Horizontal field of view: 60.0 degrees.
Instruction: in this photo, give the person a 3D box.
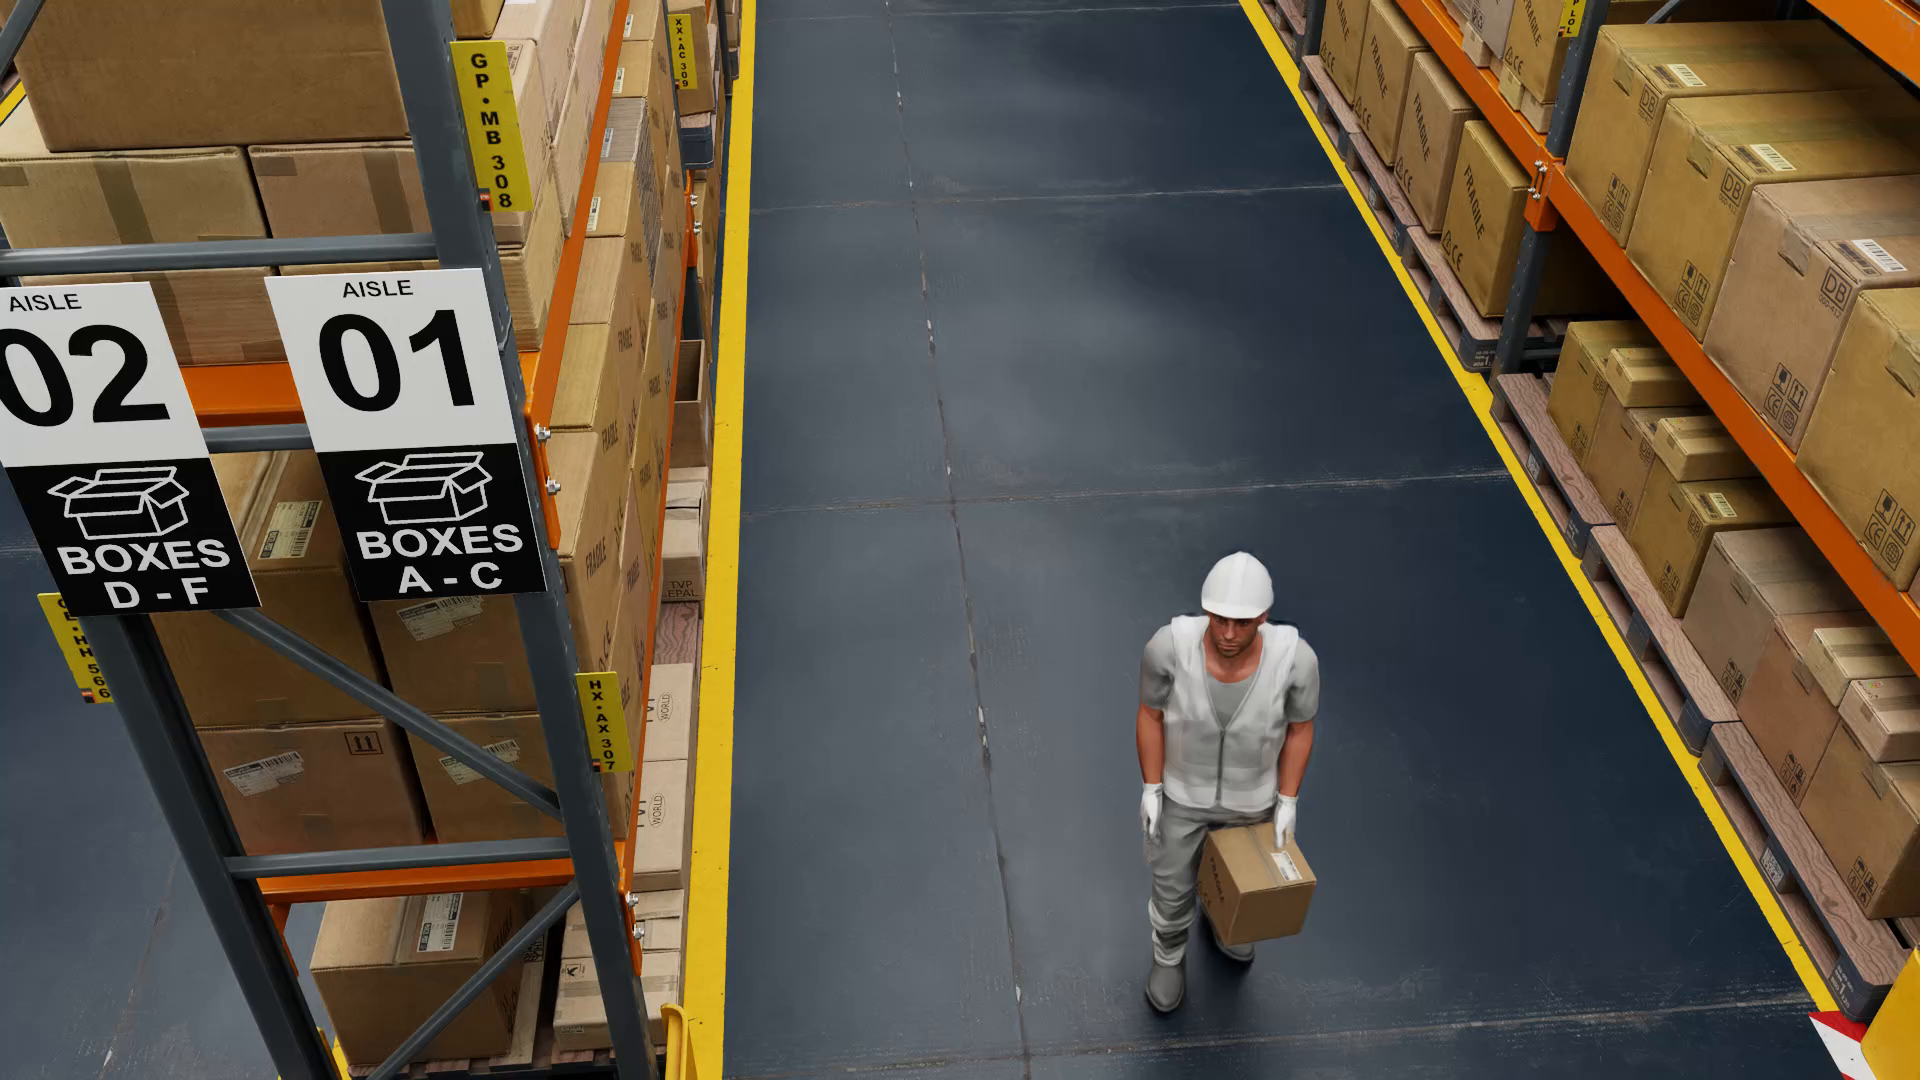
[{"bbox_3d":[0.801,0.753,5.198,0.536,1.788,0.506,4,39,5],"label":"person"}]
